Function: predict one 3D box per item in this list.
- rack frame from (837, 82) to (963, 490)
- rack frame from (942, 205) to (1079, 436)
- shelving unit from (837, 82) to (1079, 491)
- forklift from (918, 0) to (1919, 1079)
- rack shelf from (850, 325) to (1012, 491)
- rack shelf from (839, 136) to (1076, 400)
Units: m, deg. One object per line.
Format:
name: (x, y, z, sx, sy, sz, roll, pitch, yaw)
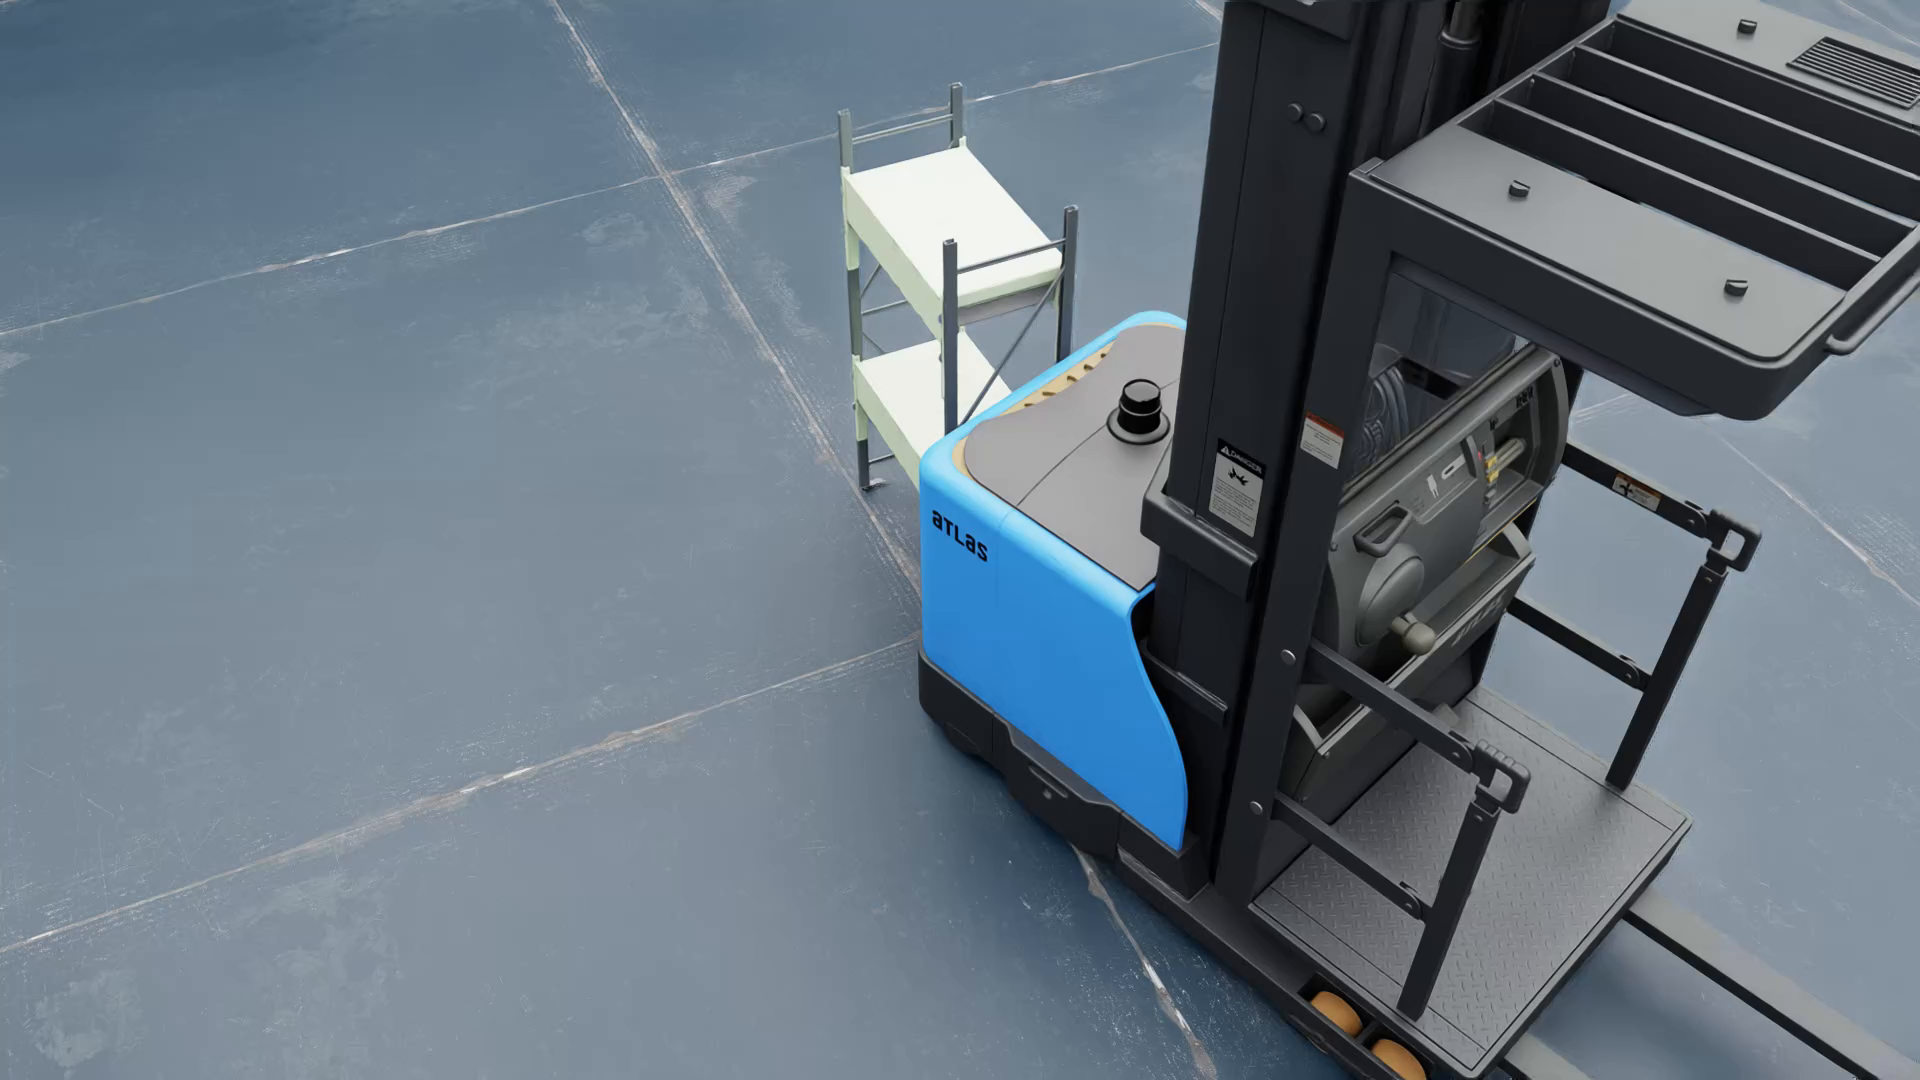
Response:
rack frame: (-0.176, -0.779, 5.472, 0.400, 1.500, 0.023, -18, 48, -18)
rack frame: (0.138, -0.315, 5.001, 0.400, 1.500, 0.023, -18, 48, -18)
shelving unit: (-0.019, -0.547, 5.237, 0.431, 1.500, 0.755, -18, 48, -18)
forklift: (1.266, -0.010, 3.674, 1.130, 2.935, 3.031, -35, 54, -30)
rack shelf: (-0.019, -0.315, 5.466, 0.431, 0.370, 0.720, -18, 48, -18)
rack shelf: (-0.019, -0.825, 4.963, 0.431, 0.370, 0.720, -18, 48, -18)
